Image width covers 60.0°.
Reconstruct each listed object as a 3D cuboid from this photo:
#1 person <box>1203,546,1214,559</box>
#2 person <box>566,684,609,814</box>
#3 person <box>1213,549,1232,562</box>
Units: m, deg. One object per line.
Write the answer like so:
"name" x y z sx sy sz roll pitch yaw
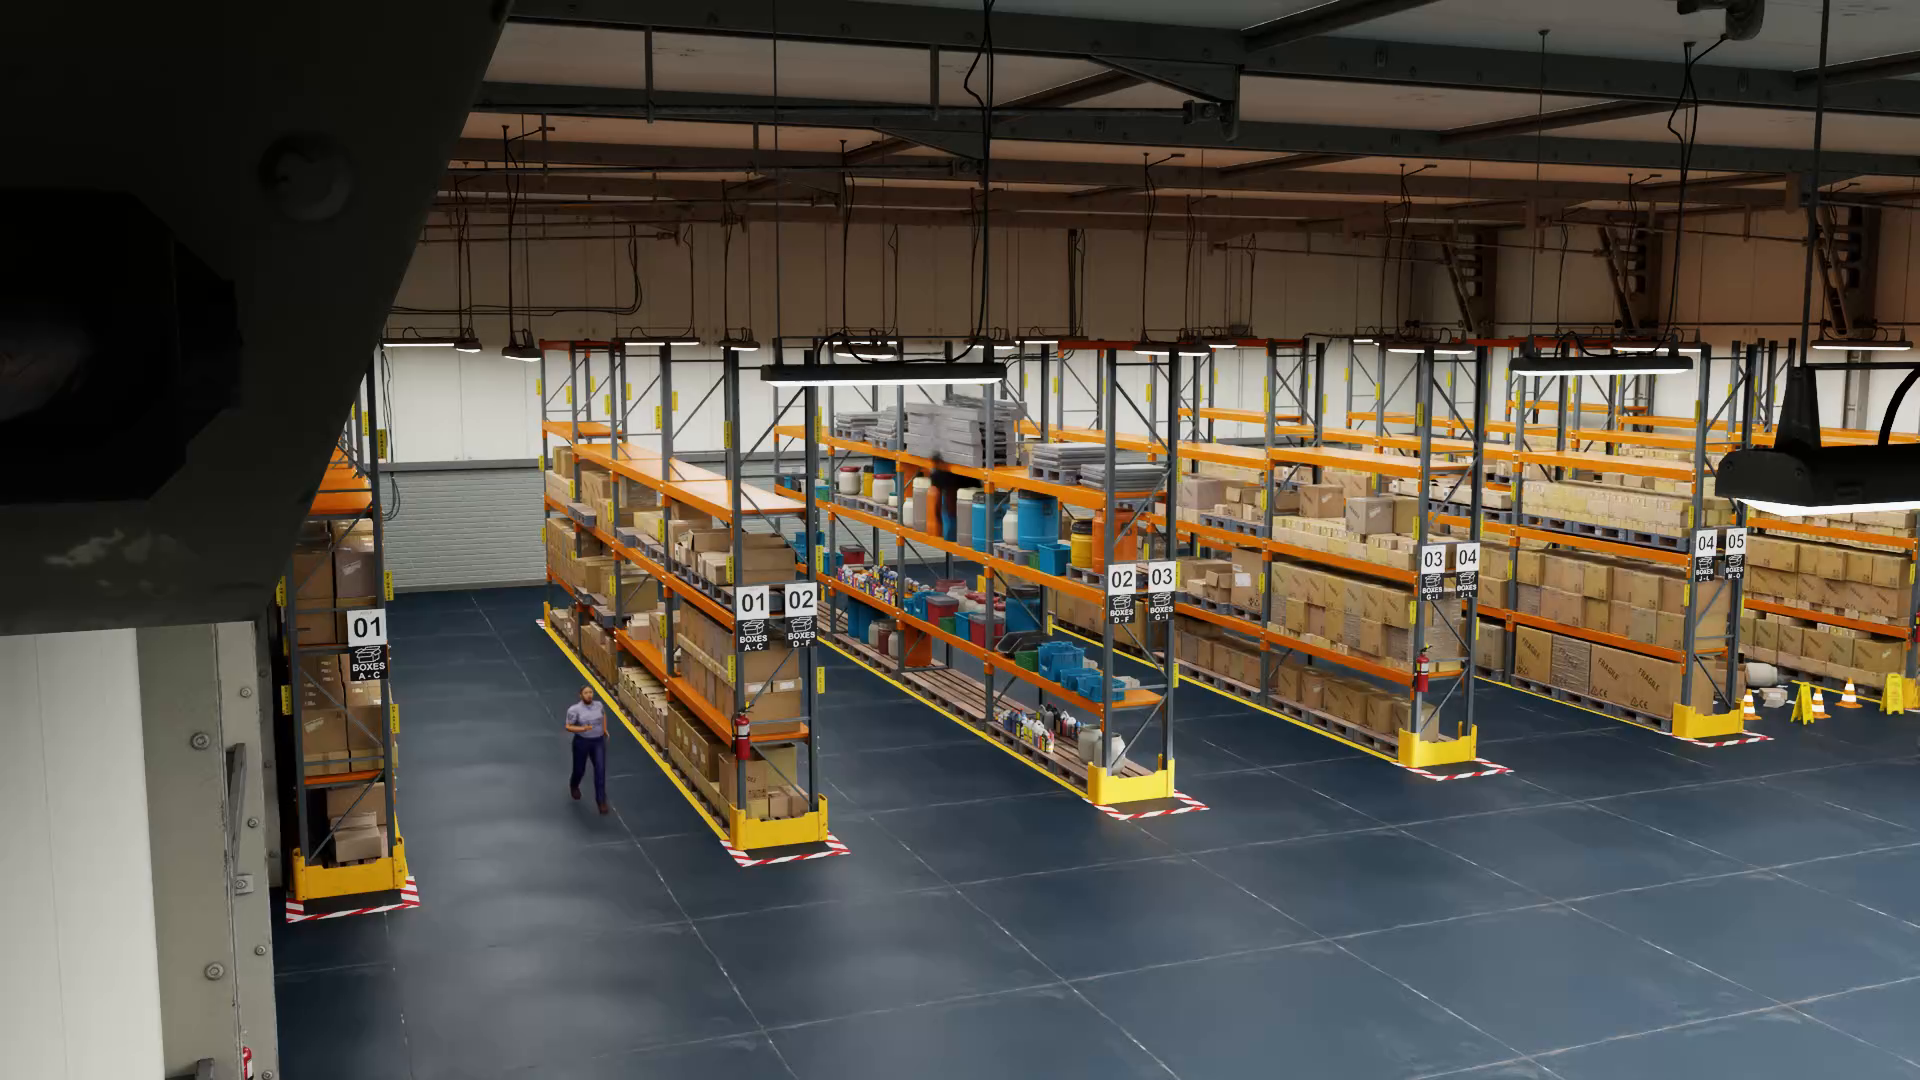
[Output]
"person" 6.289 -0.028 41.835 0.705 1.757 0.632 -4 8 -26
"person" -4.853 2.684 21.726 0.607 1.632 0.941 -4 8 -29
"person" 6.526 0.106 41.322 0.877 1.786 0.673 3 8 22
